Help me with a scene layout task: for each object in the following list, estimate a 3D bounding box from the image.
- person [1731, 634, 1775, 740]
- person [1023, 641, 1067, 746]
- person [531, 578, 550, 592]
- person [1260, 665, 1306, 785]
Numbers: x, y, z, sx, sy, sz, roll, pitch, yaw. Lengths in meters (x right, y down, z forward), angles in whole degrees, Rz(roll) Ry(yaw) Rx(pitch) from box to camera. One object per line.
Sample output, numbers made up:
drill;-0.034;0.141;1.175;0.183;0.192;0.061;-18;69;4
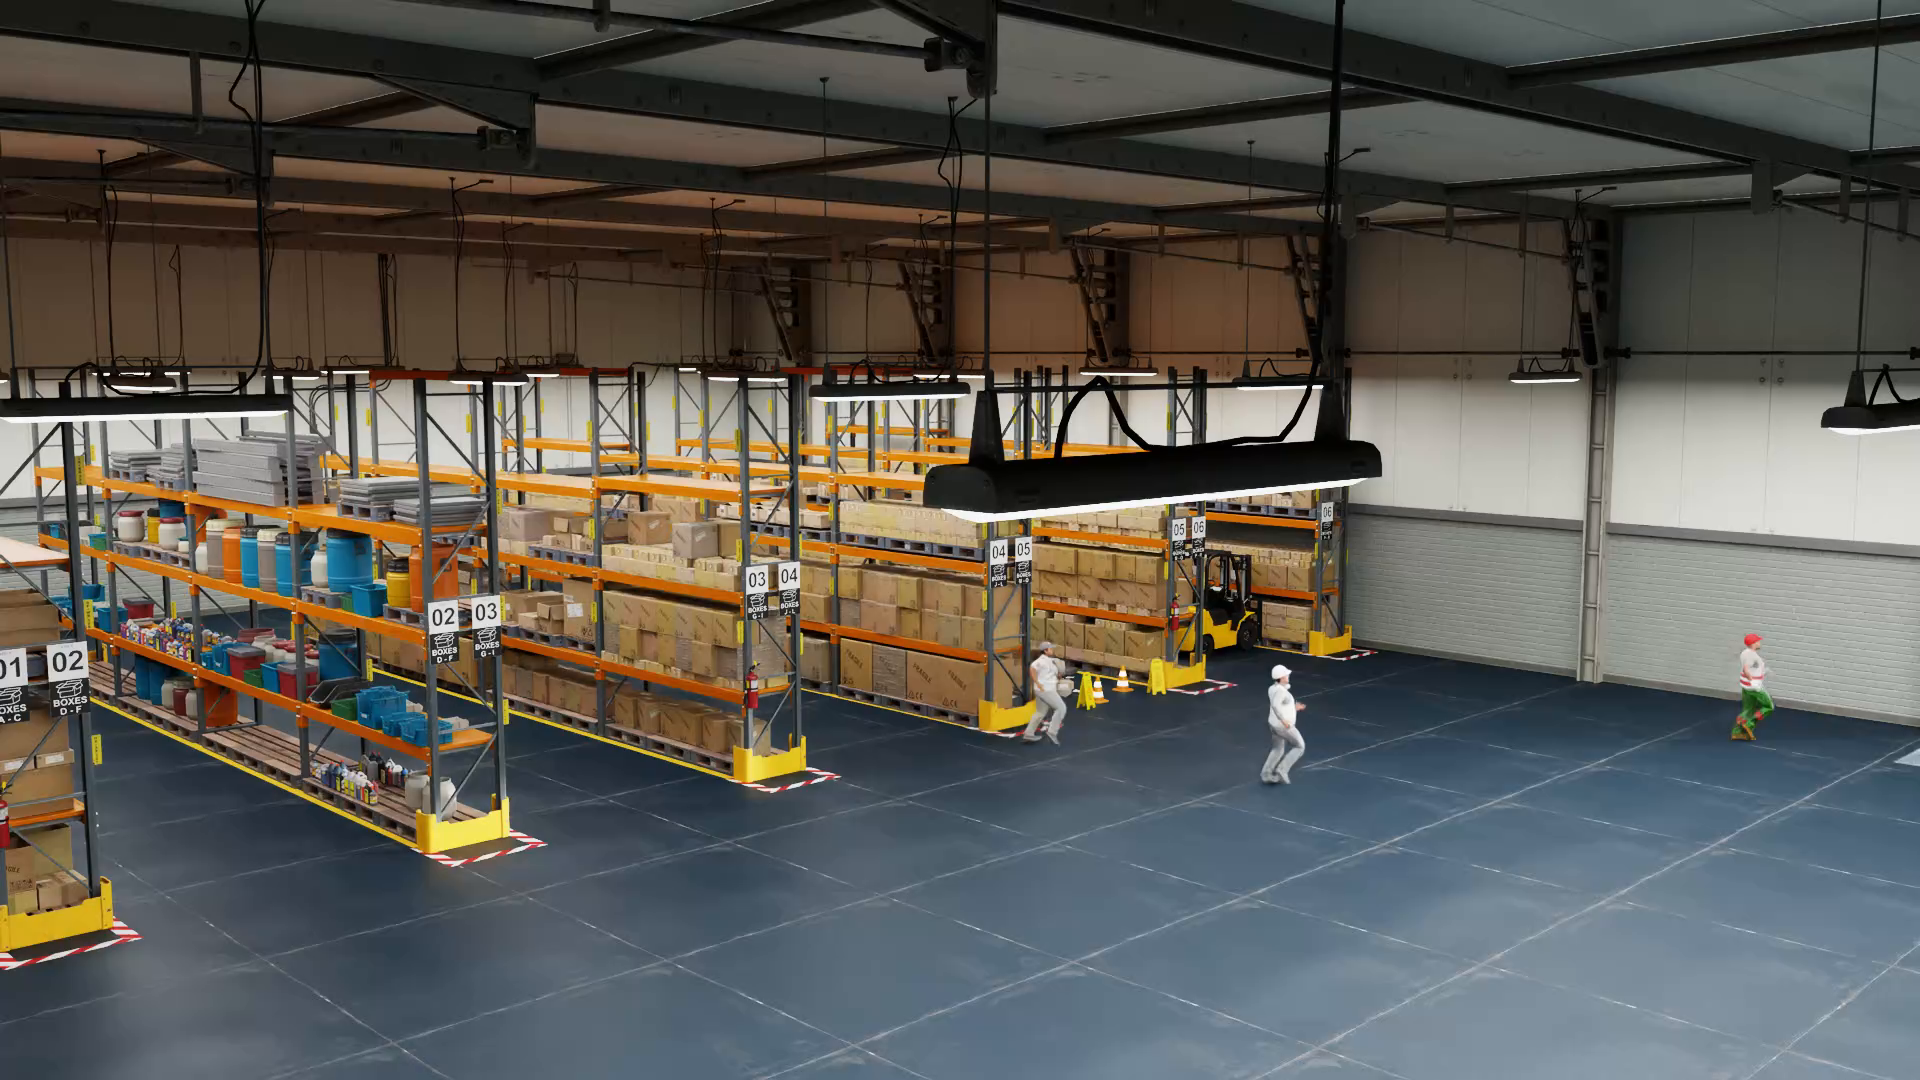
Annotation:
person;12.944;2.390;27.067;0.650;1.743;0.646;0;6;3
person;1.373;2.479;26.981;0.697;1.673;0.612;0;6;-1
person;-10.304;0.899;40.933;0.585;1.678;0.649;1;7;8
person;4.751;2.705;24.365;0.678;1.753;0.630;-1;7;-12
